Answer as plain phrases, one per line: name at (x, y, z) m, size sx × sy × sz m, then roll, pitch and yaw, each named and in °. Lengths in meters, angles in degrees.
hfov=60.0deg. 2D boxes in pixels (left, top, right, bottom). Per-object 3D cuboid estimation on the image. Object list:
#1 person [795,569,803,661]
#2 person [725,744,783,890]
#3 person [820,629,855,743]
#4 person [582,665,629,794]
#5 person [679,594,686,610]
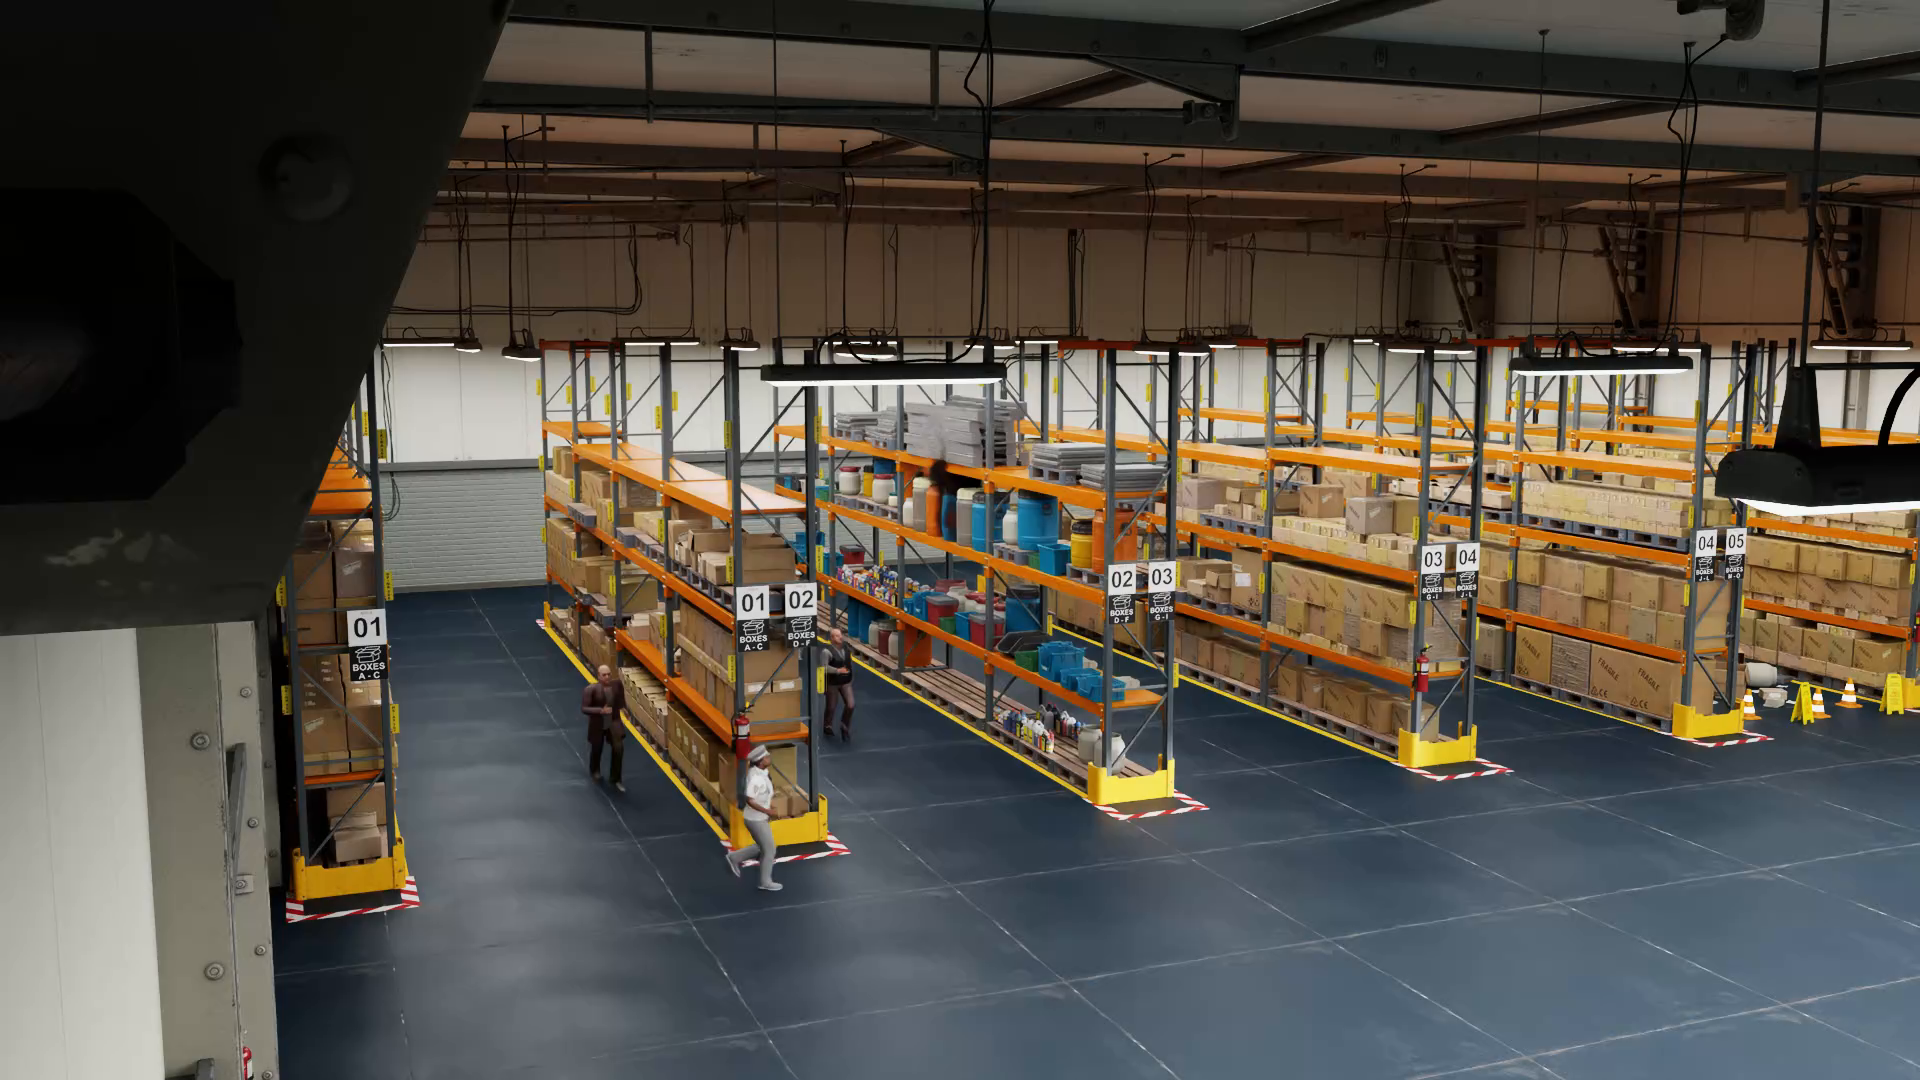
person at (-3.044, 1.420, 31.127) m, size 0.674 × 1.739 × 0.582 m, roll -3°, pitch 8°, yaw -23°
person at (-2.316, 3.115, 18.574) m, size 0.652 × 1.679 × 0.581 m, roll 0°, pitch 7°, yaw -3°
person at (-1.851, 2.211, 25.244) m, size 0.596 × 1.750 × 0.813 m, roll -4°, pitch 8°, yaw -28°
person at (-4.843, 2.534, 22.668) m, size 0.701 × 1.756 × 1.060 m, roll -4°, pitch 8°, yaw -25°
person at (-5.421, 1.214, 33.092) m, size 0.534 × 1.716 × 0.848 m, roll -4°, pitch 8°, yaw -26°
